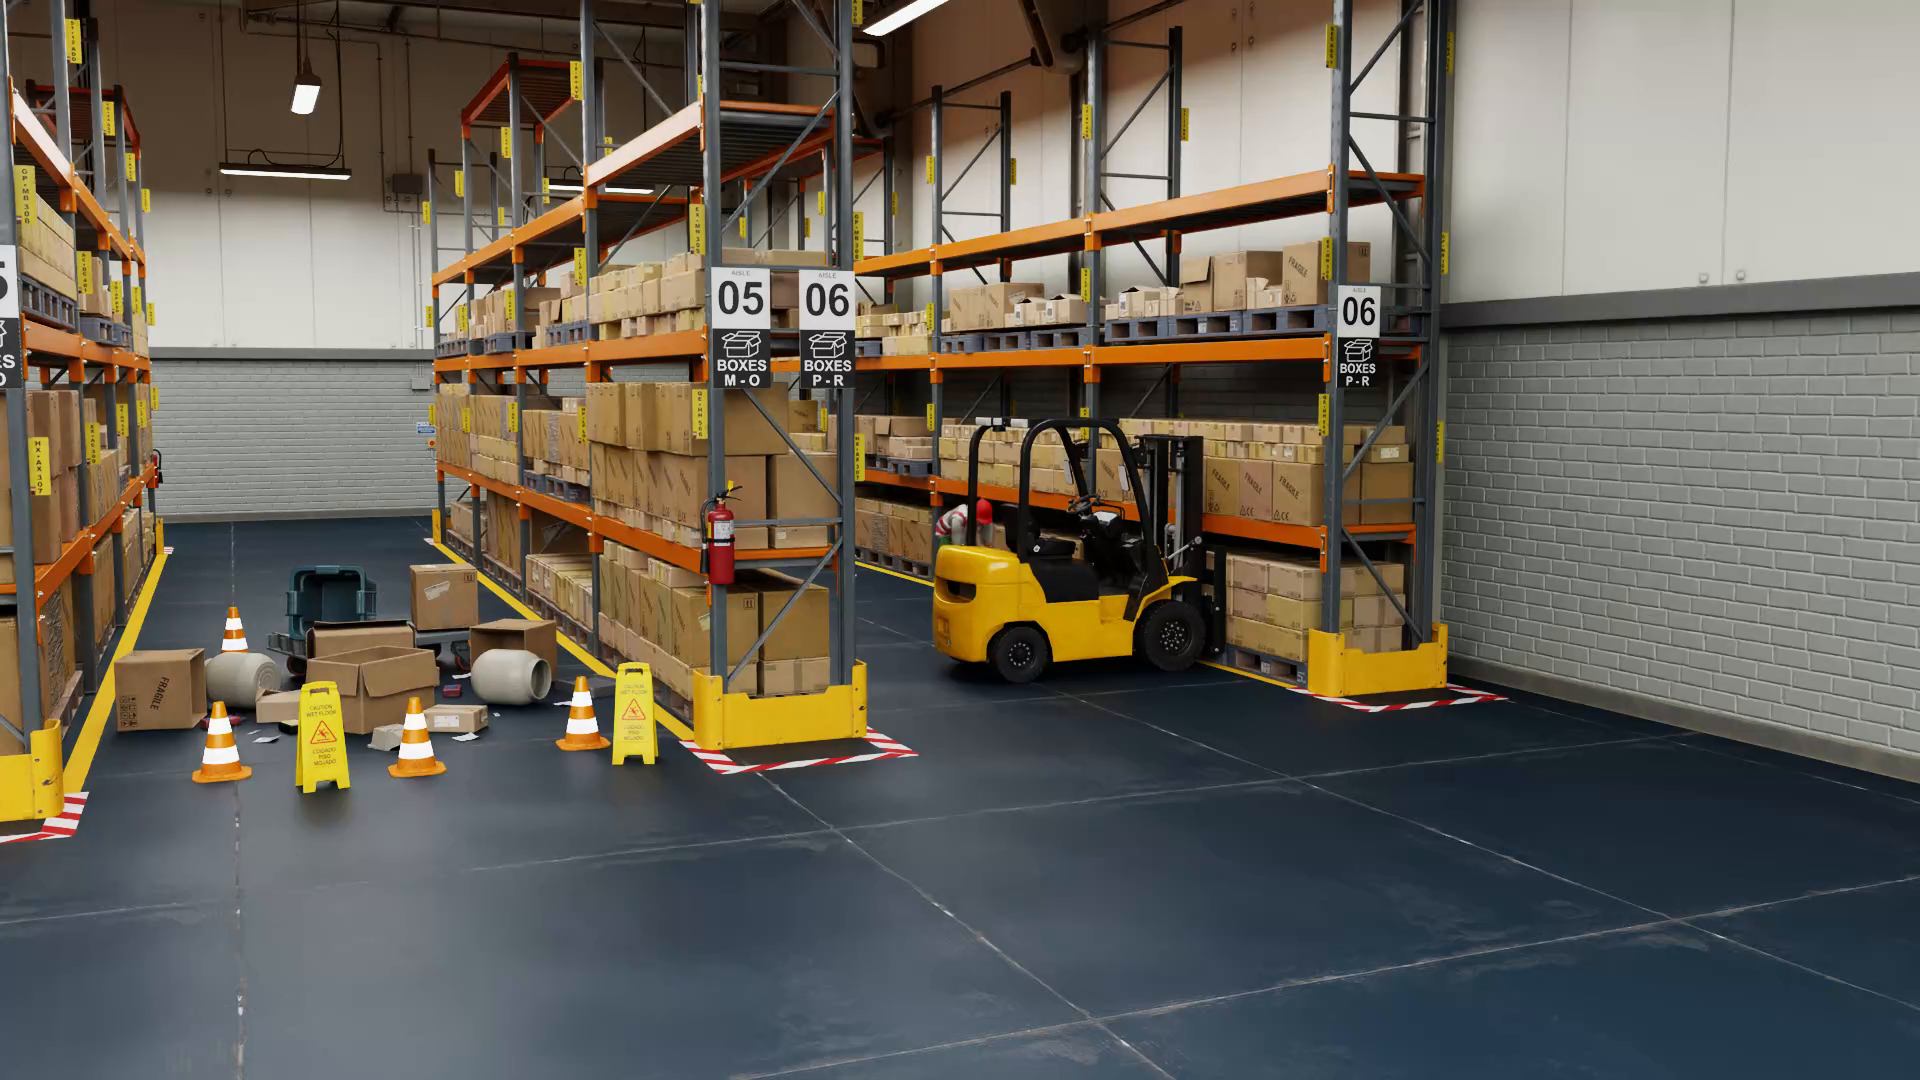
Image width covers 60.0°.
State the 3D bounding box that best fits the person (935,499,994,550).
[{"bbox_3d":[0.075,0.195,17.198,0.503,1.281,0.922,-3,6,-26],"label":"person"}]
